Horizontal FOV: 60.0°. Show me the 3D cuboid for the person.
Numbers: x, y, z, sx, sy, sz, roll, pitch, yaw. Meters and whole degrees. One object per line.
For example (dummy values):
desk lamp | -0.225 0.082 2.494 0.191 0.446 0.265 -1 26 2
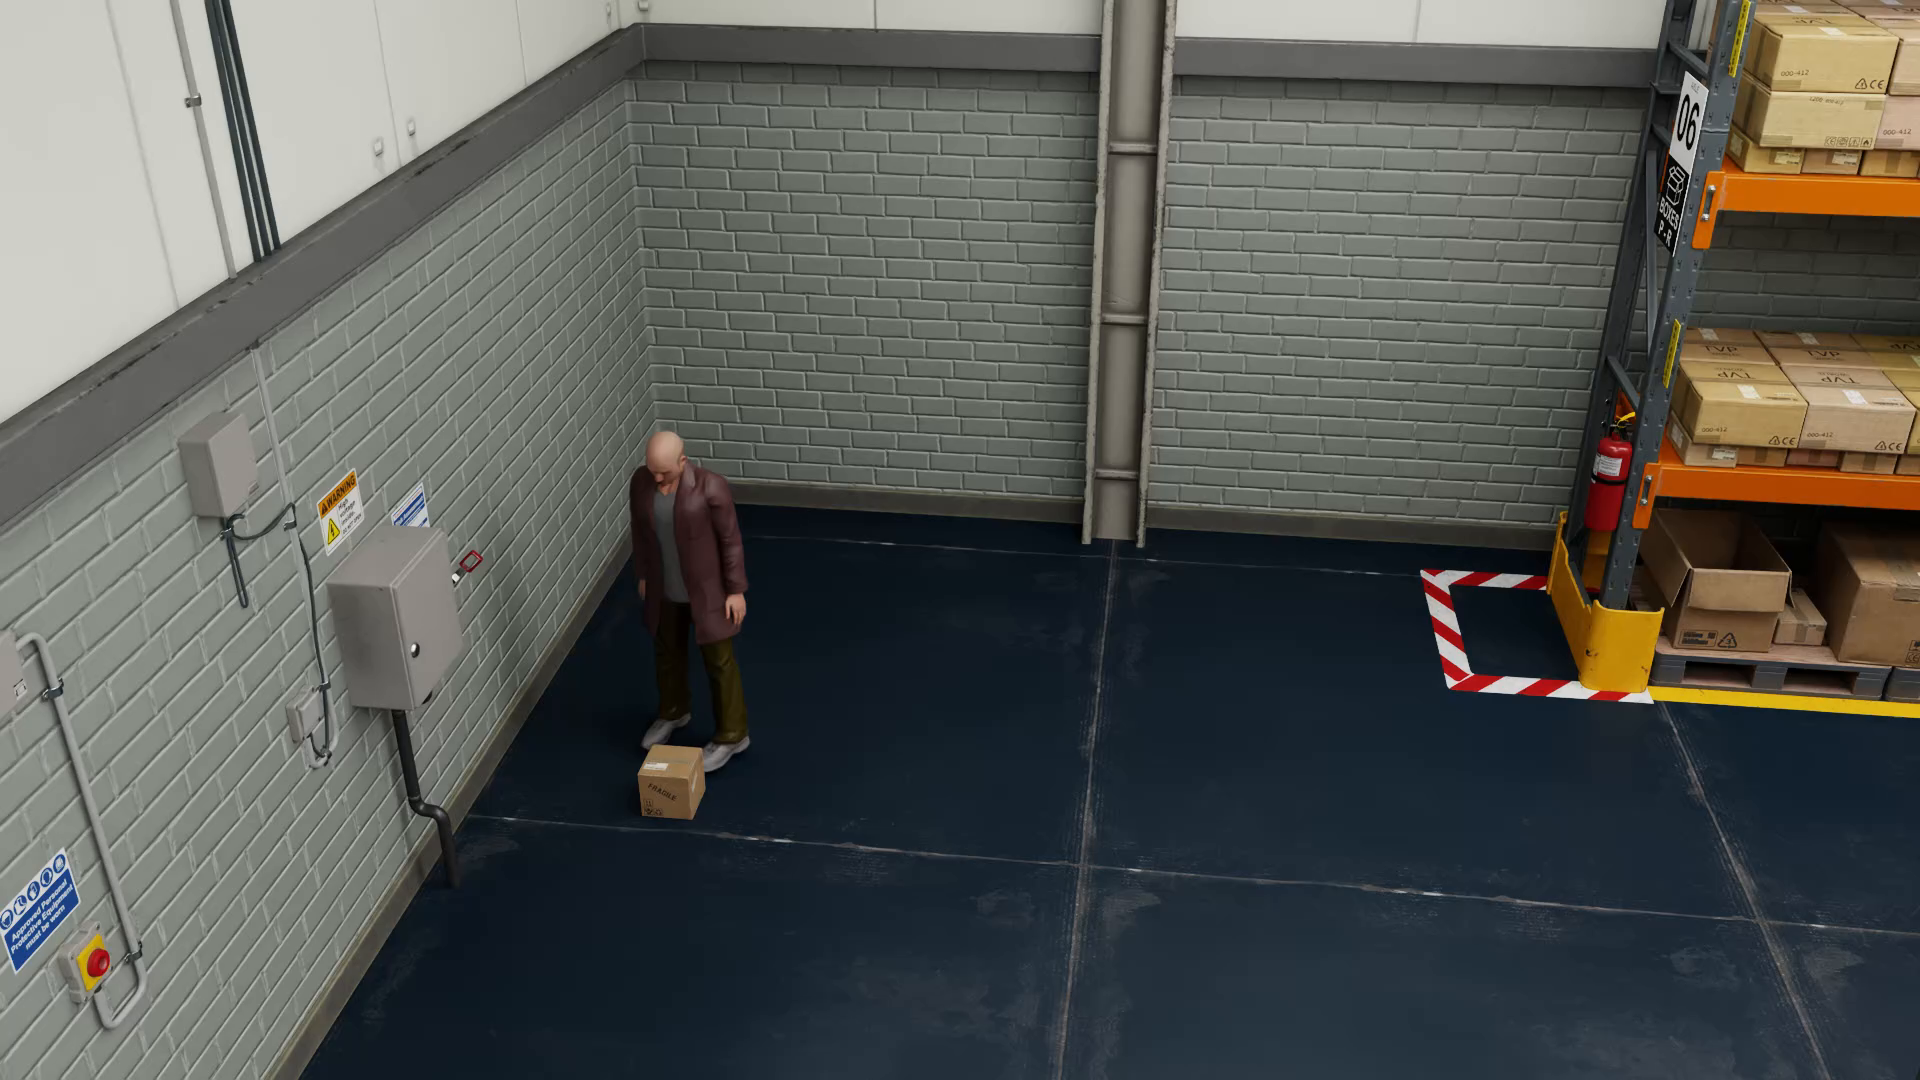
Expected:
person | -1.356 0.278 8.096 0.629 1.761 0.486 10 29 17
